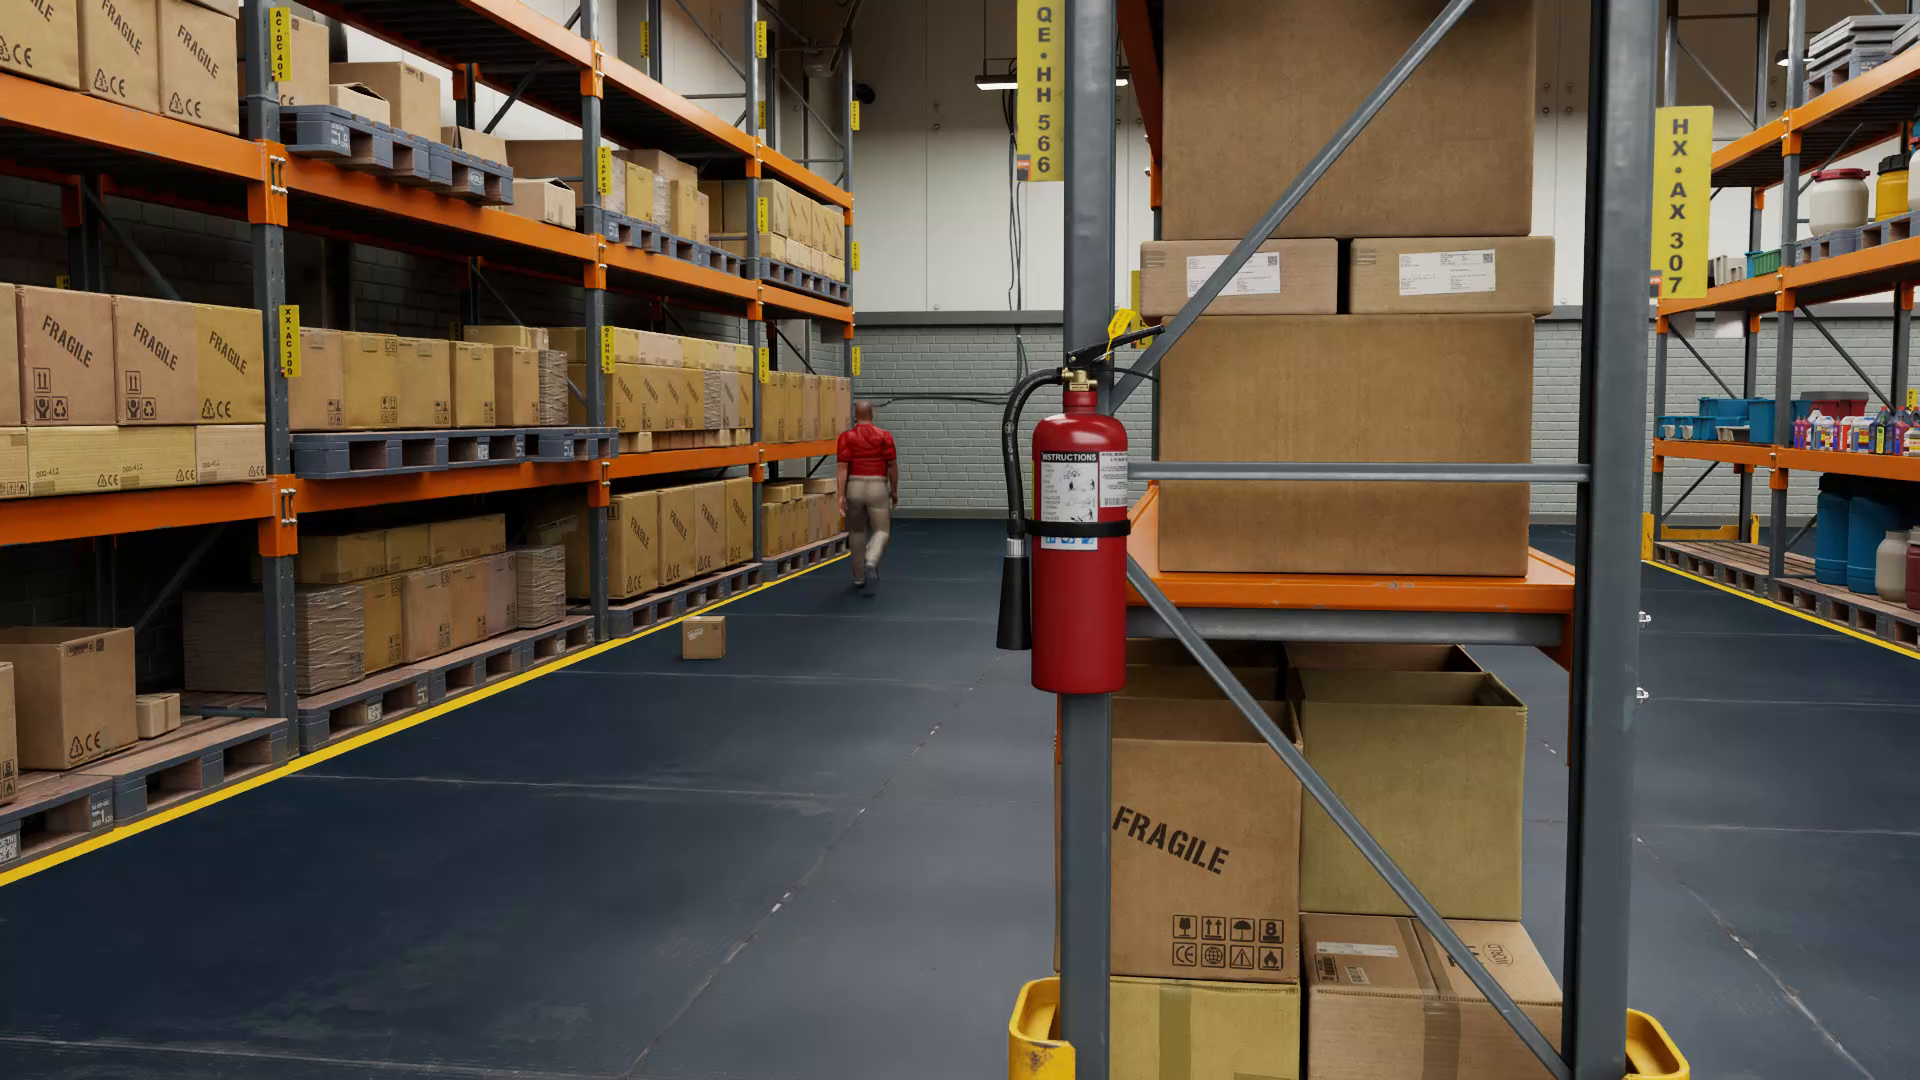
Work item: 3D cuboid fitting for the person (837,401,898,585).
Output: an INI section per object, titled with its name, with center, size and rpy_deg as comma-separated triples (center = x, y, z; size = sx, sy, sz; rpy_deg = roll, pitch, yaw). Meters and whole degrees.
[person]
center = -0.833, -0.416, 15.047
size = 0.541, 1.686, 0.929
rpy_deg = 0, 4, 3
